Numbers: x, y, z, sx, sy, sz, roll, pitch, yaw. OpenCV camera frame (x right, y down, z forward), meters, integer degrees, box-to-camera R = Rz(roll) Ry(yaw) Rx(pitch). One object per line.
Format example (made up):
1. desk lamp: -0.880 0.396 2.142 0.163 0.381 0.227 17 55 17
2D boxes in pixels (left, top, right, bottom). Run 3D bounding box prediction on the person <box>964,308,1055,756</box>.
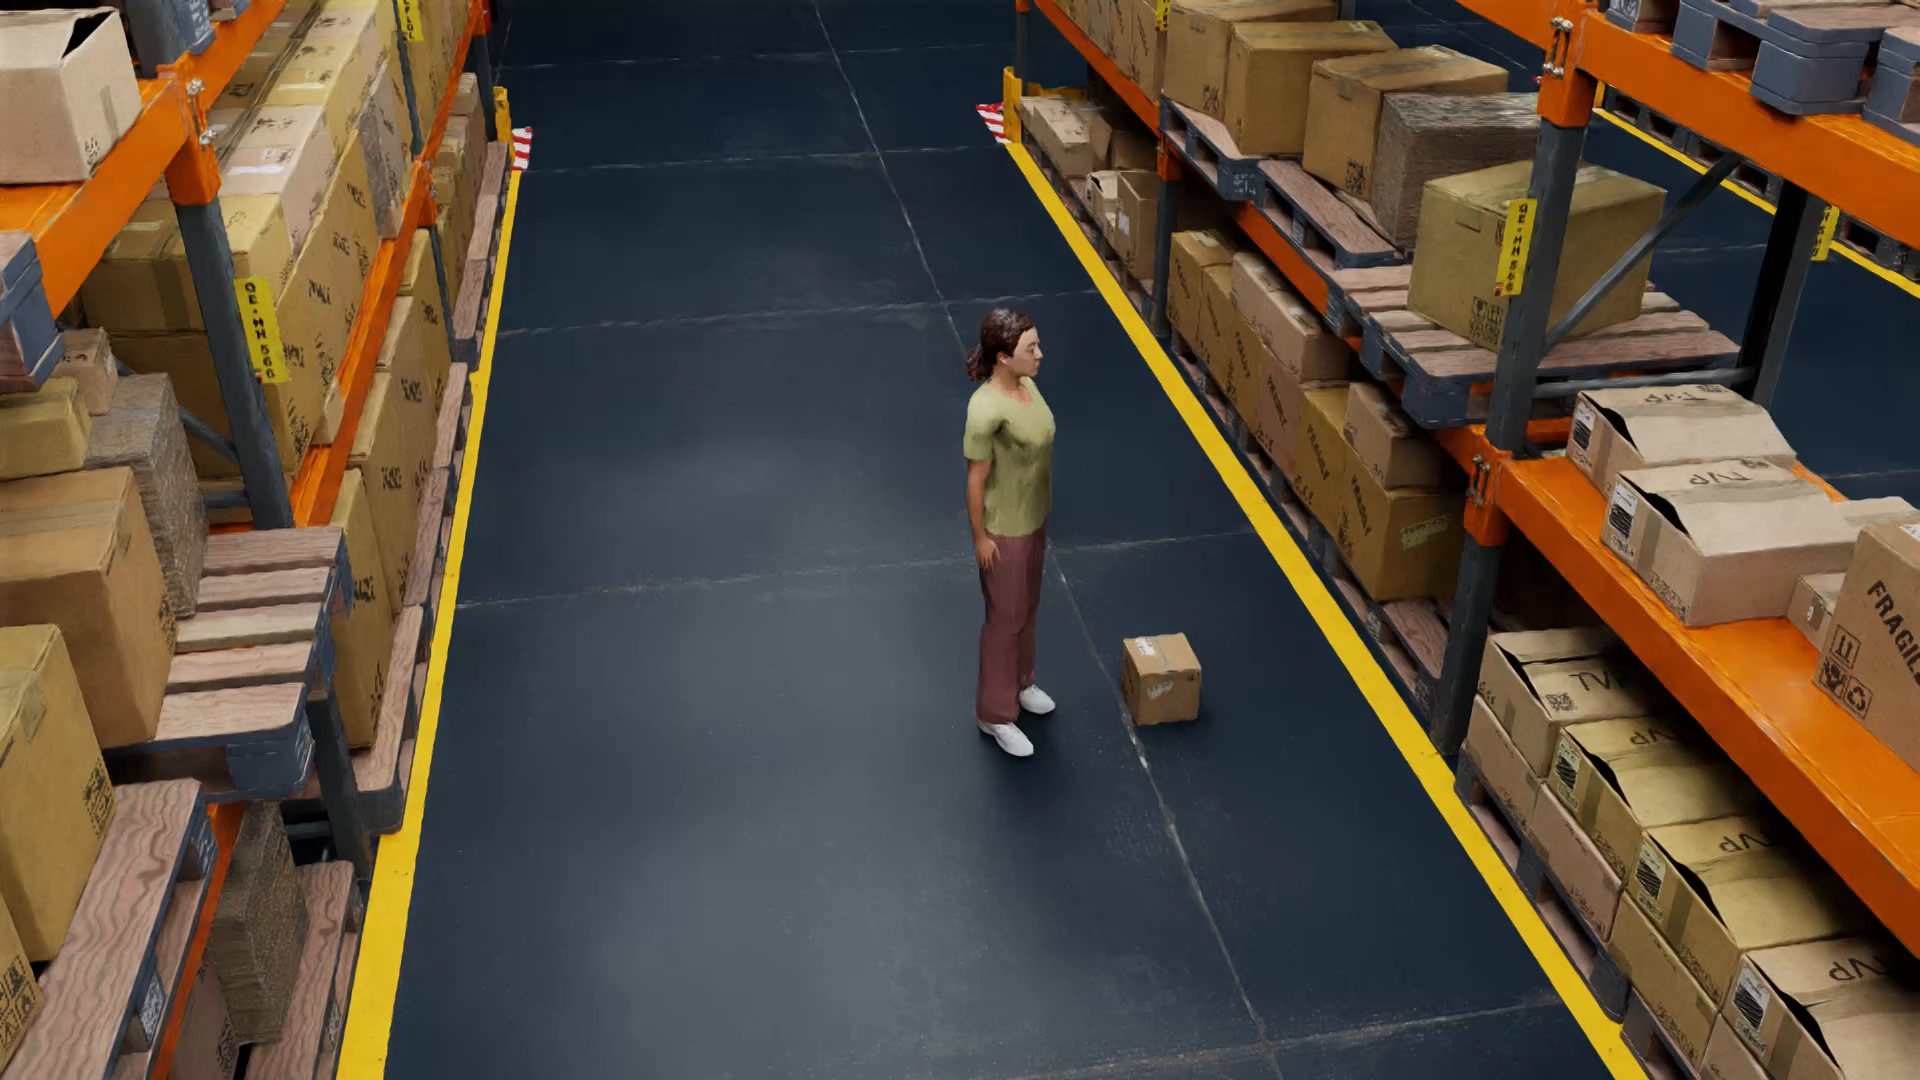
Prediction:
1. person: 0.198 -0.047 6.196 0.406 1.670 0.587 13 33 20
